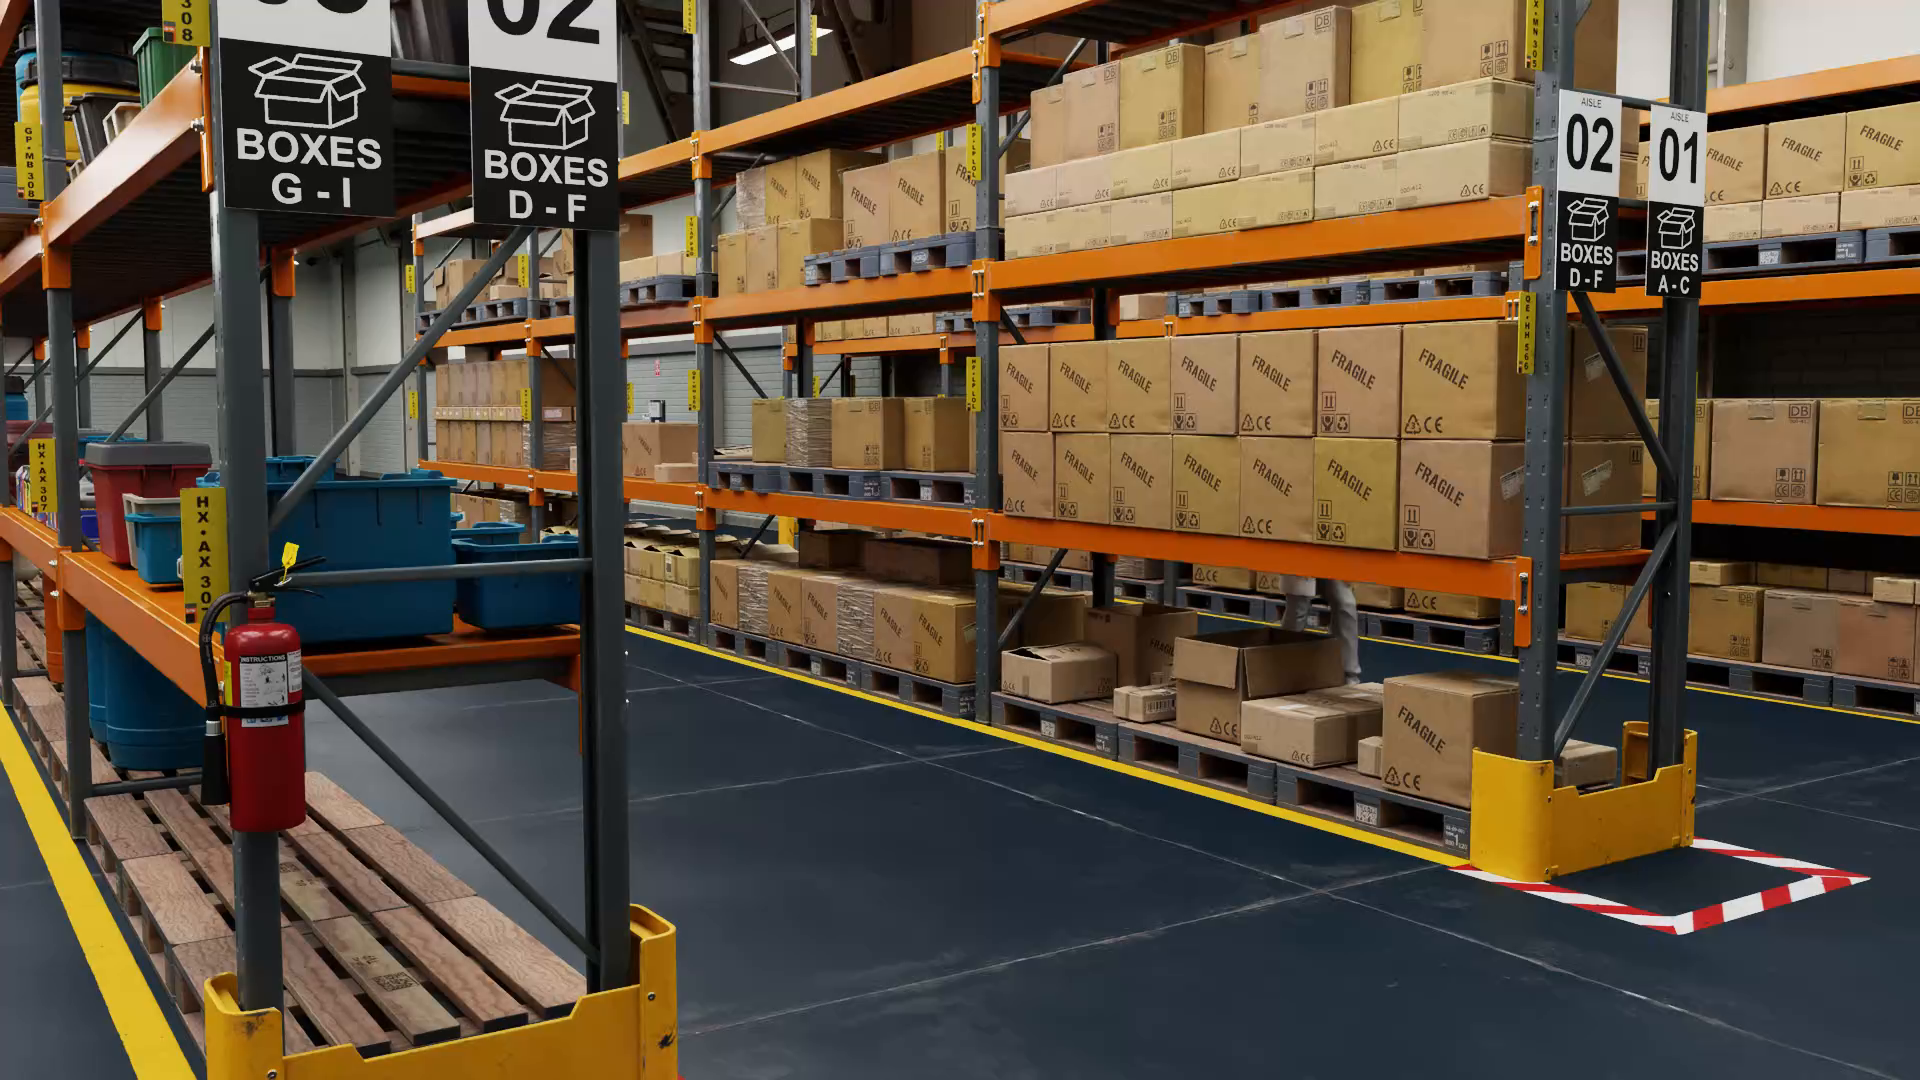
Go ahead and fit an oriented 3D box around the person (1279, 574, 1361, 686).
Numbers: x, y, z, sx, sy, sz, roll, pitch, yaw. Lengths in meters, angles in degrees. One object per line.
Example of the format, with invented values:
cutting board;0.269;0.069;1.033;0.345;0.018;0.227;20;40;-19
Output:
person;2.438;0.168;11.347;0.571;1.842;0.724;-2;5;-24
